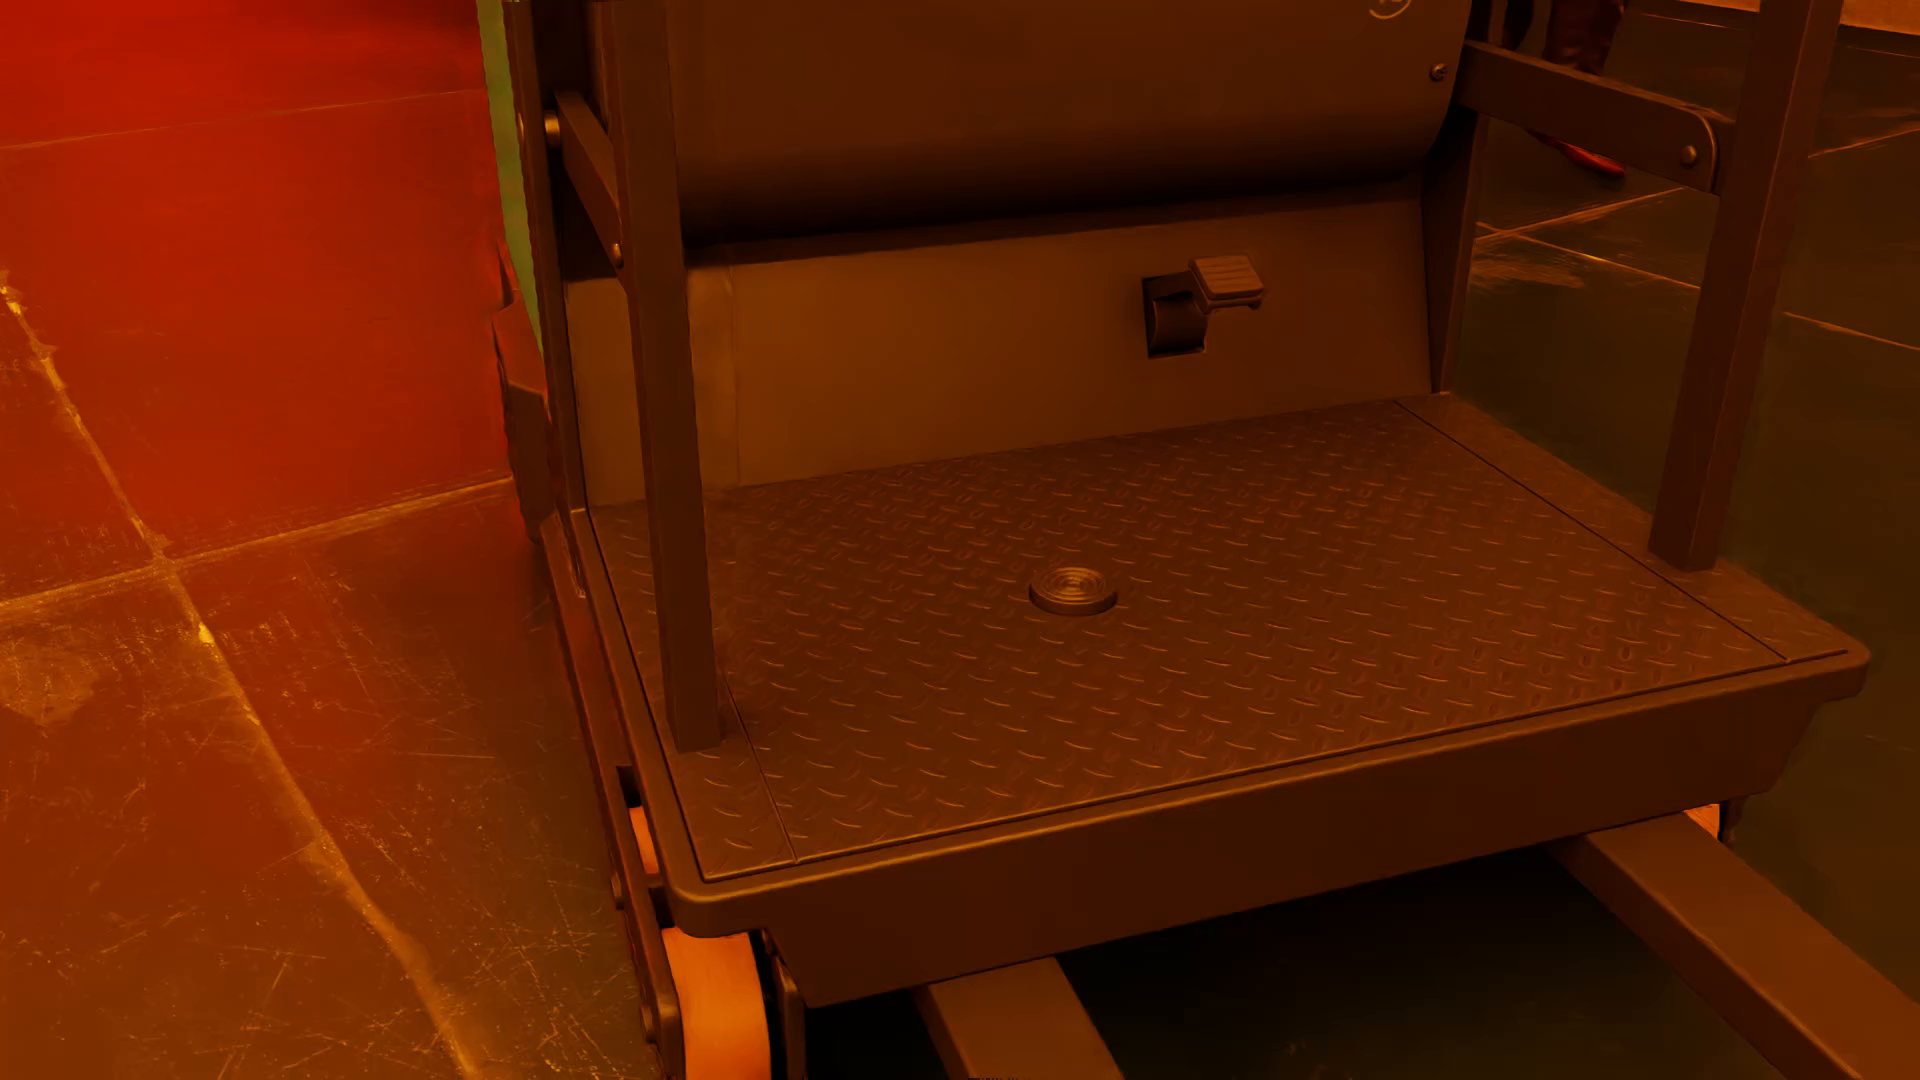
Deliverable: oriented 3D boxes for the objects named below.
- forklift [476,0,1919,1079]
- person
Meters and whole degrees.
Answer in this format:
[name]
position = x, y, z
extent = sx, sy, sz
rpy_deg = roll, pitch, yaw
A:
[forklift]
position = 0.163, -1.010, 1.245
extent = 1.130, 2.935, 3.031
rpy_deg = -9, 28, -16
[person]
position = 1.416, -1.600, 4.115
extent = 0.713, 1.449, 0.705
rpy_deg = -3, 27, -6
